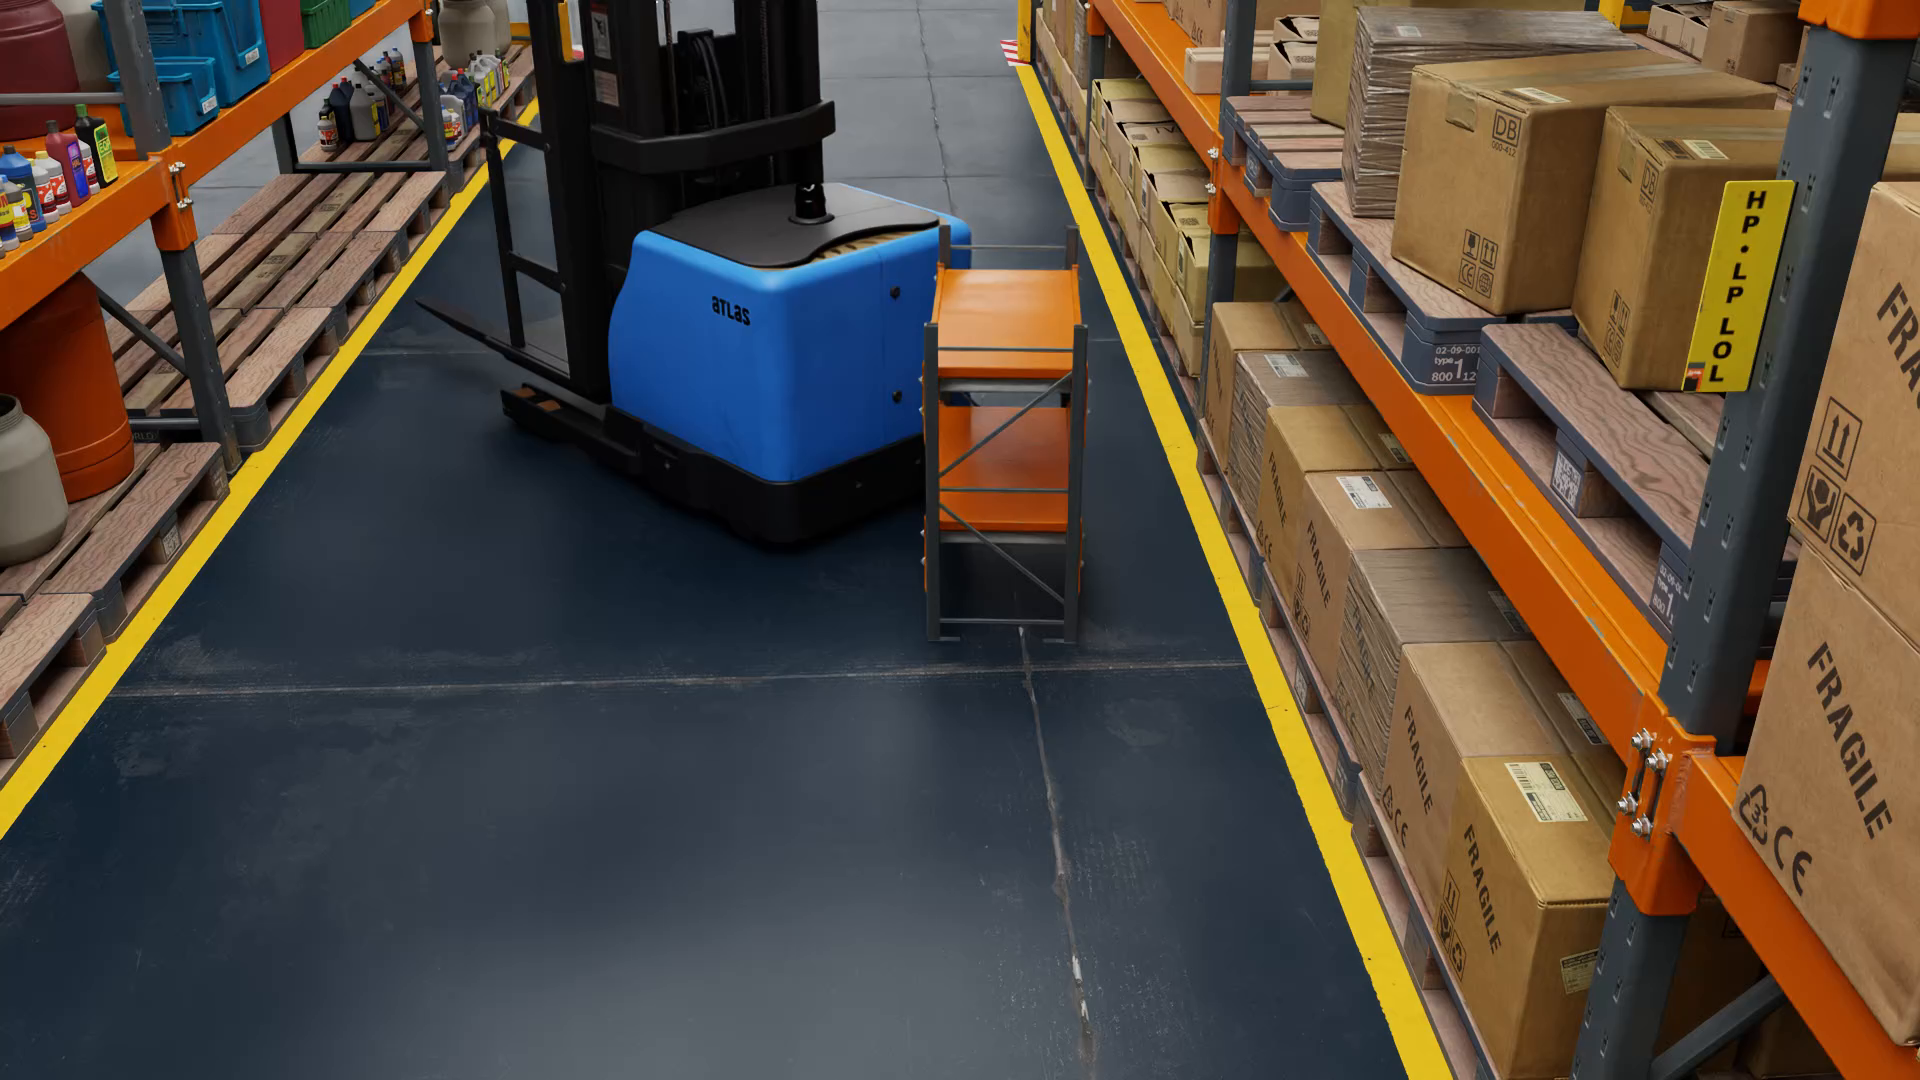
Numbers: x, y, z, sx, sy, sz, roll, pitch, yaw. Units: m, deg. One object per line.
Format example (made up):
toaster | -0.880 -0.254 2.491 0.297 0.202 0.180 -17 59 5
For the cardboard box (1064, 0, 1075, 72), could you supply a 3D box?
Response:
cardboard box | 1.001 -3.538 11.499 0.500 0.500 0.500 -1 28 -3

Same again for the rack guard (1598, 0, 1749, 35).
rack guard | 6.030 -4.393 14.133 1.175 0.500 0.348 -1 28 -3

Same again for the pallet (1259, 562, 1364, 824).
pallet | 1.559 0.423 5.210 1.003 0.211 1.213 -1 28 -3

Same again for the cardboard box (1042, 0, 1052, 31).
cardboard box | 0.913 -4.231 12.827 0.500 0.500 0.500 -1 28 -3

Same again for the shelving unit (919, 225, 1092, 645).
shelving unit | 0.157 -0.392 5.785 0.538 1.125 1.048 1 28 2

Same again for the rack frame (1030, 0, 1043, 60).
rack frame | 1.079 -5.415 13.389 1.000 3.000 0.127 -1 28 -3

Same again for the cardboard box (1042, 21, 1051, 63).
cardboard box | 0.915 -3.898 13.000 0.500 0.250 0.500 -1 28 -3

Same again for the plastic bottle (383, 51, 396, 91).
plastic bottle | -4.090 -3.338 11.868 0.061 0.283 0.133 -1 28 -2

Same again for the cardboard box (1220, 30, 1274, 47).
cardboard box | 1.374 -2.197 7.490 0.380 0.149 0.250 1 28 1

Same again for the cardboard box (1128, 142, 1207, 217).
cardboard box | 1.143 -1.877 8.518 0.500 0.311 0.500 -1 28 -1

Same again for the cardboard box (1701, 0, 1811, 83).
cardboard box | 5.991 -3.698 12.325 0.700 0.500 0.500 -3 28 -6

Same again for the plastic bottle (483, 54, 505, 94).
plastic bottle | -3.348 -3.330 11.861 0.152 0.276 0.135 -1 28 -2

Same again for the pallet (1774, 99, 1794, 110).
pallet | 6.165 -2.762 11.318 1.003 0.211 1.213 -1 28 -3

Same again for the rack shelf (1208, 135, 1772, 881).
rack shelf | 1.602 -0.478 4.701 1.077 0.370 4.000 -1 28 -3

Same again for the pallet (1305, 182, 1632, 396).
pallet | 1.603 -0.738 4.628 1.003 0.211 1.213 -1 28 -3

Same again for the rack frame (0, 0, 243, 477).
rack frame | -3.450 -1.603 6.080 1.000 3.000 0.127 -1 28 -3

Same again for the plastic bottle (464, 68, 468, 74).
plastic bottle | -3.464 -3.221 11.733 0.097 0.201 0.097 0 28 0

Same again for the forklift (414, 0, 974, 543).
forklift | -1.331 -1.874 6.673 1.130 2.935 3.031 -24 36 -38

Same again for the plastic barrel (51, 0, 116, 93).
plastic barrel | -3.717 -2.122 6.955 0.421 0.512 0.421 0 28 0

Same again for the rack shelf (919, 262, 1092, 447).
rack shelf | 0.157 -0.652 5.650 0.538 0.278 1.000 1 28 2

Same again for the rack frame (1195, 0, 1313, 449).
rack frame | 1.497 -1.721 6.306 1.000 3.000 0.127 -1 28 -3

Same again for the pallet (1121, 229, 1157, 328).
pallet | 1.432 -1.428 8.759 1.003 0.211 1.213 -1 28 -3

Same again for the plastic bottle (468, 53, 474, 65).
plastic bottle | -3.454 -3.331 11.854 0.061 0.283 0.133 -1 28 -3

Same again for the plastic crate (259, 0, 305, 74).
plastic crate | -3.228 -2.385 7.510 0.402 0.464 0.583 -1 28 -3

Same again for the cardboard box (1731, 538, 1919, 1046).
cardboard box | 1.461 0.324 2.277 0.500 0.500 0.500 -1 28 -1

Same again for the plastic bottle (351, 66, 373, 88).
plastic bottle | -4.007 -2.999 11.145 0.144 0.351 0.185 -2 28 -3

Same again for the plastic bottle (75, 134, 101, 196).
plastic bottle | -3.015 -1.285 5.684 0.097 0.201 0.097 0 28 0

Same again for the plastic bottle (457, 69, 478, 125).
plastic bottle | -3.296 -2.941 11.033 0.144 0.351 0.185 -3 28 -5

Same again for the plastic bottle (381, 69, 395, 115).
plastic bottle | -3.905 -3.047 11.310 0.061 0.283 0.133 -1 28 -3

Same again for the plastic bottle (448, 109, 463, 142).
plastic bottle | -3.248 -2.656 10.649 0.097 0.201 0.097 0 28 0

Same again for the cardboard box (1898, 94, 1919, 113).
cardboard box | 6.177 -2.875 11.106 0.380 0.166 0.250 -5 28 -9

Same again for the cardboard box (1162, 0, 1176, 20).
cardboard box | 1.340 -3.014 8.677 0.500 0.500 0.500 1 28 1

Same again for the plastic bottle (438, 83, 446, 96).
plastic bottle | -3.430 -2.850 10.859 0.144 0.351 0.185 -1 28 -3

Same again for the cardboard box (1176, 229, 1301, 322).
cardboard box | 1.224 -1.172 7.167 0.500 0.311 0.500 -1 28 -1

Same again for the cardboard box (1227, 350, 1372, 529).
cardboard box | 1.269 -0.349 5.902 0.500 0.500 0.500 -2 28 -5

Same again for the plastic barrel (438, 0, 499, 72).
plastic barrel | -3.730 -3.847 12.618 0.421 0.512 0.421 0 28 0

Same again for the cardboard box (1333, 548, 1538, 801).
cardboard box | 1.351 0.359 4.546 0.500 0.500 0.500 -1 28 -2

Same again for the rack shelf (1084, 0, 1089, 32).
rack shelf | 1.184 -4.173 11.785 1.077 0.370 4.000 -1 28 -3

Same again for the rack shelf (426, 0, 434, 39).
rack shelf | -3.763 -4.055 11.559 1.077 0.370 4.000 -1 28 -3

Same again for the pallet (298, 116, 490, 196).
pallet | -3.652 -2.525 10.863 1.003 0.211 1.213 -1 28 -3

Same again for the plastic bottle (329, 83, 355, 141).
plastic bottle | -3.980 -2.761 10.689 0.144 0.351 0.185 -2 28 -4

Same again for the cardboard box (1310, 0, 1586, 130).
cardboard box | 1.643 -1.663 5.633 0.700 0.500 0.500 -11 29 -20

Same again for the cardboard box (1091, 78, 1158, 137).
cardboard box | 1.061 -2.587 9.879 0.500 0.311 0.500 -1 28 -2

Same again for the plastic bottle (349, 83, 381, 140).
plastic bottle | -3.836 -2.765 10.696 0.144 0.351 0.185 -1 28 -3

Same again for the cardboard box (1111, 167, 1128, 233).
cardboard box | 1.117 -1.868 9.106 0.500 0.250 0.500 -2 28 -4

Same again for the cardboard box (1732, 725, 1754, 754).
cardboard box | 1.885 0.564 4.152 0.500 0.500 0.500 -1 28 -2

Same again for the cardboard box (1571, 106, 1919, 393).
cardboard box | 1.805 -0.644 3.679 0.700 0.500 0.500 3 28 5

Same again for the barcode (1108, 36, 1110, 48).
barcode | 0.886 -2.953 9.856 0.001 0.075 0.075 -1 28 -3

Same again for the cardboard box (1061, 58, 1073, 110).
cardboard box | 0.989 -3.206 11.672 0.500 0.250 0.500 -1 28 -3

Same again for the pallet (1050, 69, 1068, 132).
pallet | 1.222 -3.265 12.281 1.003 0.211 1.213 -1 28 -3

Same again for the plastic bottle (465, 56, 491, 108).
plastic bottle | -3.318 -3.137 11.410 0.144 0.351 0.185 -2 28 -3

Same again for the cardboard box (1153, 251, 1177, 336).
cardboard box | 1.196 -1.163 7.755 0.500 0.250 0.500 -2 28 -3

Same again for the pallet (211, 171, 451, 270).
pallet | -3.579 -1.852 9.573 1.003 0.211 1.213 -1 28 -3

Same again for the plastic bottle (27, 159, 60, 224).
plastic bottle | -2.998 -1.133 5.394 0.097 0.201 0.097 0 28 0
